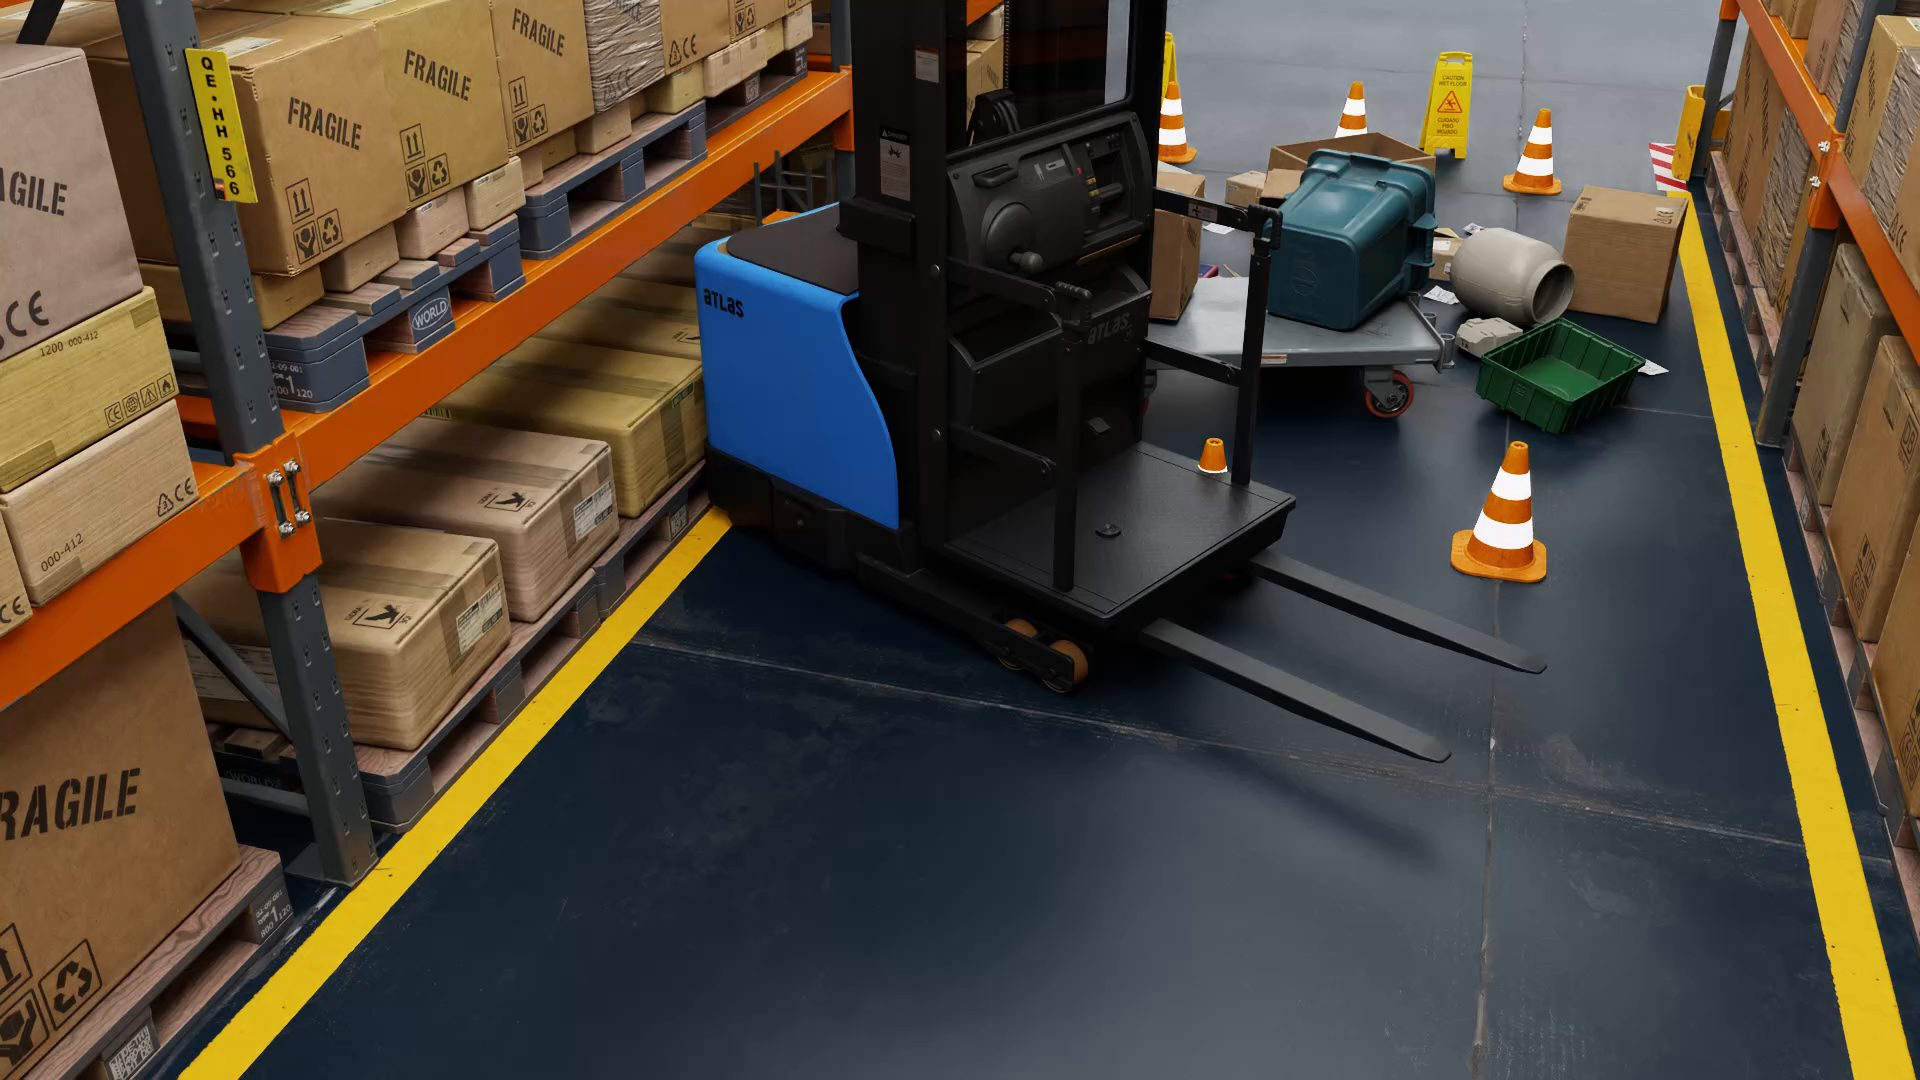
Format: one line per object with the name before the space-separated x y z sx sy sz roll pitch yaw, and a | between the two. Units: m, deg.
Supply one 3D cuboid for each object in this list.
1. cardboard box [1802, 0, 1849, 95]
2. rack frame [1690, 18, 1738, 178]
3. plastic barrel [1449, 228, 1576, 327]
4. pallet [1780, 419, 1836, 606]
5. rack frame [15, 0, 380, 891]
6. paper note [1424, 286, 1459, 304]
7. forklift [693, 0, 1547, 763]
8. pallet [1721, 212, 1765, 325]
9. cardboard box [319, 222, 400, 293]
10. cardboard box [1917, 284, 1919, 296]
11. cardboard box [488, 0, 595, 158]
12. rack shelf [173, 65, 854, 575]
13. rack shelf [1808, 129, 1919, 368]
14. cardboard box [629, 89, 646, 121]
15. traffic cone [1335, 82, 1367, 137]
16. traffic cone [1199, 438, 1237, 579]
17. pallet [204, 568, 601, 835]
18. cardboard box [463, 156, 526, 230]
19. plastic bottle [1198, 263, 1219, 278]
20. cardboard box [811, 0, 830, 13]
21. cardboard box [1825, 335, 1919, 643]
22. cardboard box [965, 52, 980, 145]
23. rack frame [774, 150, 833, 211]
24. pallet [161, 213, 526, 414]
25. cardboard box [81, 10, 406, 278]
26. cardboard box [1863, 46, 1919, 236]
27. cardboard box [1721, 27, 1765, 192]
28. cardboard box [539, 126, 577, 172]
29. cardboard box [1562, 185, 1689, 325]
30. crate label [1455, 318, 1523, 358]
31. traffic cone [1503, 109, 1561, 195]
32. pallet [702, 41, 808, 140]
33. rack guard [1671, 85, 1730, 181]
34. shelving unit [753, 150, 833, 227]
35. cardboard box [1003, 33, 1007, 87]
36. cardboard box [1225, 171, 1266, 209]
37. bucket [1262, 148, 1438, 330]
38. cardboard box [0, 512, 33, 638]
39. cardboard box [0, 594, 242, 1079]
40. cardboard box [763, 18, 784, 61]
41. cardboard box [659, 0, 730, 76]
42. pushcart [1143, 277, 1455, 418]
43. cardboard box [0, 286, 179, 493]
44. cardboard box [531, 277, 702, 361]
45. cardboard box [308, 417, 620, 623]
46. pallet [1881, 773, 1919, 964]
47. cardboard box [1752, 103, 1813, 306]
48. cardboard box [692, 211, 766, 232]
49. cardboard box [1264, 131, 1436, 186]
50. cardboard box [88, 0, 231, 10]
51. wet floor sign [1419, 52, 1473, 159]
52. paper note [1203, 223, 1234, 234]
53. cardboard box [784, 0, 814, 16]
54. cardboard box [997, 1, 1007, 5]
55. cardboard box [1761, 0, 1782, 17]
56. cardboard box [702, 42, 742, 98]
cardboard box | 4.060 -2.152 6.879 0.875 0.550 0.550 8 30 15
rack frame | 4.997 -3.514 9.481 1.000 3.000 0.127 8 30 15
plastic barrel | 2.690 -1.275 8.107 0.421 0.421 0.512 -17 34 -28
pallet | 3.669 -0.067 6.153 1.003 0.211 1.213 8 30 15
rack frame | -2.113 -0.455 3.983 1.000 3.000 0.127 8 30 15
paper note | 2.473 -1.246 8.467 0.172 0.023 0.155 20 35 32
forklift | 0.460 -1.077 5.171 3.031 2.935 1.130 24 37 36
pallet | 4.477 -1.347 8.455 1.003 0.211 1.213 8 30 15
cardboard box | -1.724 -0.780 4.393 0.380 0.149 0.250 7 30 12
cardboard box | 2.966 -0.790 4.482 0.500 0.500 0.500 9 30 16
cardboard box | -1.463 -1.480 4.983 0.500 0.500 0.500 9 30 16
rack shelf | -1.525 -1.070 5.829 1.077 0.370 4.000 8 30 15
rack shelf | 3.236 -0.411 4.643 1.077 0.370 4.000 8 30 15
cardboard box | -1.314 -1.530 5.741 0.380 0.149 0.250 7 30 13
traffic cone | 2.504 -2.680 10.592 0.336 0.463 0.334 8 30 15
traffic cone | 0.907 -0.152 6.047 0.336 0.463 0.334 8 30 15
pallet | -1.882 0.400 5.313 1.003 0.211 1.213 8 30 15
cardboard box | -1.499 -1.026 4.835 0.380 0.149 0.250 9 30 15
plastic bottle | 1.233 -1.362 8.636 0.133 0.061 0.283 14 32 23
cardboard box | -0.543 -2.653 7.524 0.500 0.500 0.500 8 30 15
cardboard box | 3.440 -0.106 5.238 1.050 0.750 0.750 8 30 15
cardboard box | -0.207 -2.351 9.015 0.500 0.500 0.500 10 31 17
rack frame | -0.614 -0.979 6.765 0.240 1.200 0.006 10 29 18
pallet | -2.005 -0.718 4.652 1.213 0.211 1.003 8 30 15
cardboard box | -1.759 -0.989 4.101 0.500 0.500 0.500 8 30 13
cardboard box | 3.264 -1.258 5.323 0.500 0.500 0.500 9 30 15
cardboard box | 4.861 -2.444 9.312 0.875 0.875 0.875 9 30 15
cardboard box | -1.458 -1.286 5.302 0.380 0.149 0.250 10 31 17
cardboard box | 3.298 -1.431 8.306 0.500 0.500 0.500 14 32 23
crate label | 2.488 -0.943 7.805 0.298 0.136 0.250 -12 31 -20
traffic cone | 3.484 -2.361 10.018 0.336 0.463 0.334 8 30 15
pallet | -1.302 -1.896 6.770 1.003 0.211 1.213 8 30 15
rack guard | 5.004 -2.433 10.109 1.175 0.500 0.348 8 30 15
shelving unit | -0.646 -0.939 6.689 0.258 1.200 0.189 10 29 18
cardboard box | 0.100 -2.830 9.877 0.500 0.500 0.500 10 31 17
cardboard box | 1.782 -2.030 9.747 0.250 0.149 0.380 -24 37 -37
bucket | 1.659 -1.281 7.271 0.726 0.611 0.620 20 45 32
cardboard box | -2.148 0.122 3.100 0.500 0.250 0.500 9 30 16
cardboard box | -2.395 0.599 3.842 0.875 0.875 0.875 8 30 14
cardboard box | -0.920 -1.989 6.567 0.380 0.149 0.250 8 30 13
cardboard box | -1.156 -1.954 5.837 0.500 0.500 0.500 10 30 17
pushcart | 1.256 -0.866 7.419 1.648 0.377 0.936 -1 29 -3
cardboard box | -2.012 -0.347 3.428 0.500 0.250 0.500 8 30 15
cardboard box | -1.298 -0.771 6.821 0.950 0.372 0.625 10 31 18
cardboard box | -1.728 -0.096 5.608 0.950 0.372 0.625 8 30 14
pallet | 2.953 1.067 4.115 1.003 0.211 1.213 8 30 15
cardboard box | 4.336 -1.612 7.815 0.875 0.875 0.875 9 30 15
cardboard box | -1.022 -1.609 8.454 0.500 0.250 0.500 10 31 17
cardboard box | 2.140 -1.905 9.156 0.797 0.503 0.637 -12 31 -20
cardboard box | -2.104 -1.305 4.670 0.500 0.500 0.500 8 30 14
wet floor sign | 3.113 -2.781 10.585 0.267 0.644 0.232 3 29 6
paper note | 1.468 -1.774 9.419 0.148 0.019 0.142 20 35 32
cardboard box | -0.855 -2.424 6.681 0.500 0.500 0.500 8 30 14
cardboard box | 0.129 -3.060 9.623 0.380 0.149 0.250 9 30 16
cardboard box | 4.507 -2.899 8.222 0.875 0.550 0.550 8 30 15
cardboard box | -1.033 -1.746 6.129 0.380 0.149 0.250 9 30 15
